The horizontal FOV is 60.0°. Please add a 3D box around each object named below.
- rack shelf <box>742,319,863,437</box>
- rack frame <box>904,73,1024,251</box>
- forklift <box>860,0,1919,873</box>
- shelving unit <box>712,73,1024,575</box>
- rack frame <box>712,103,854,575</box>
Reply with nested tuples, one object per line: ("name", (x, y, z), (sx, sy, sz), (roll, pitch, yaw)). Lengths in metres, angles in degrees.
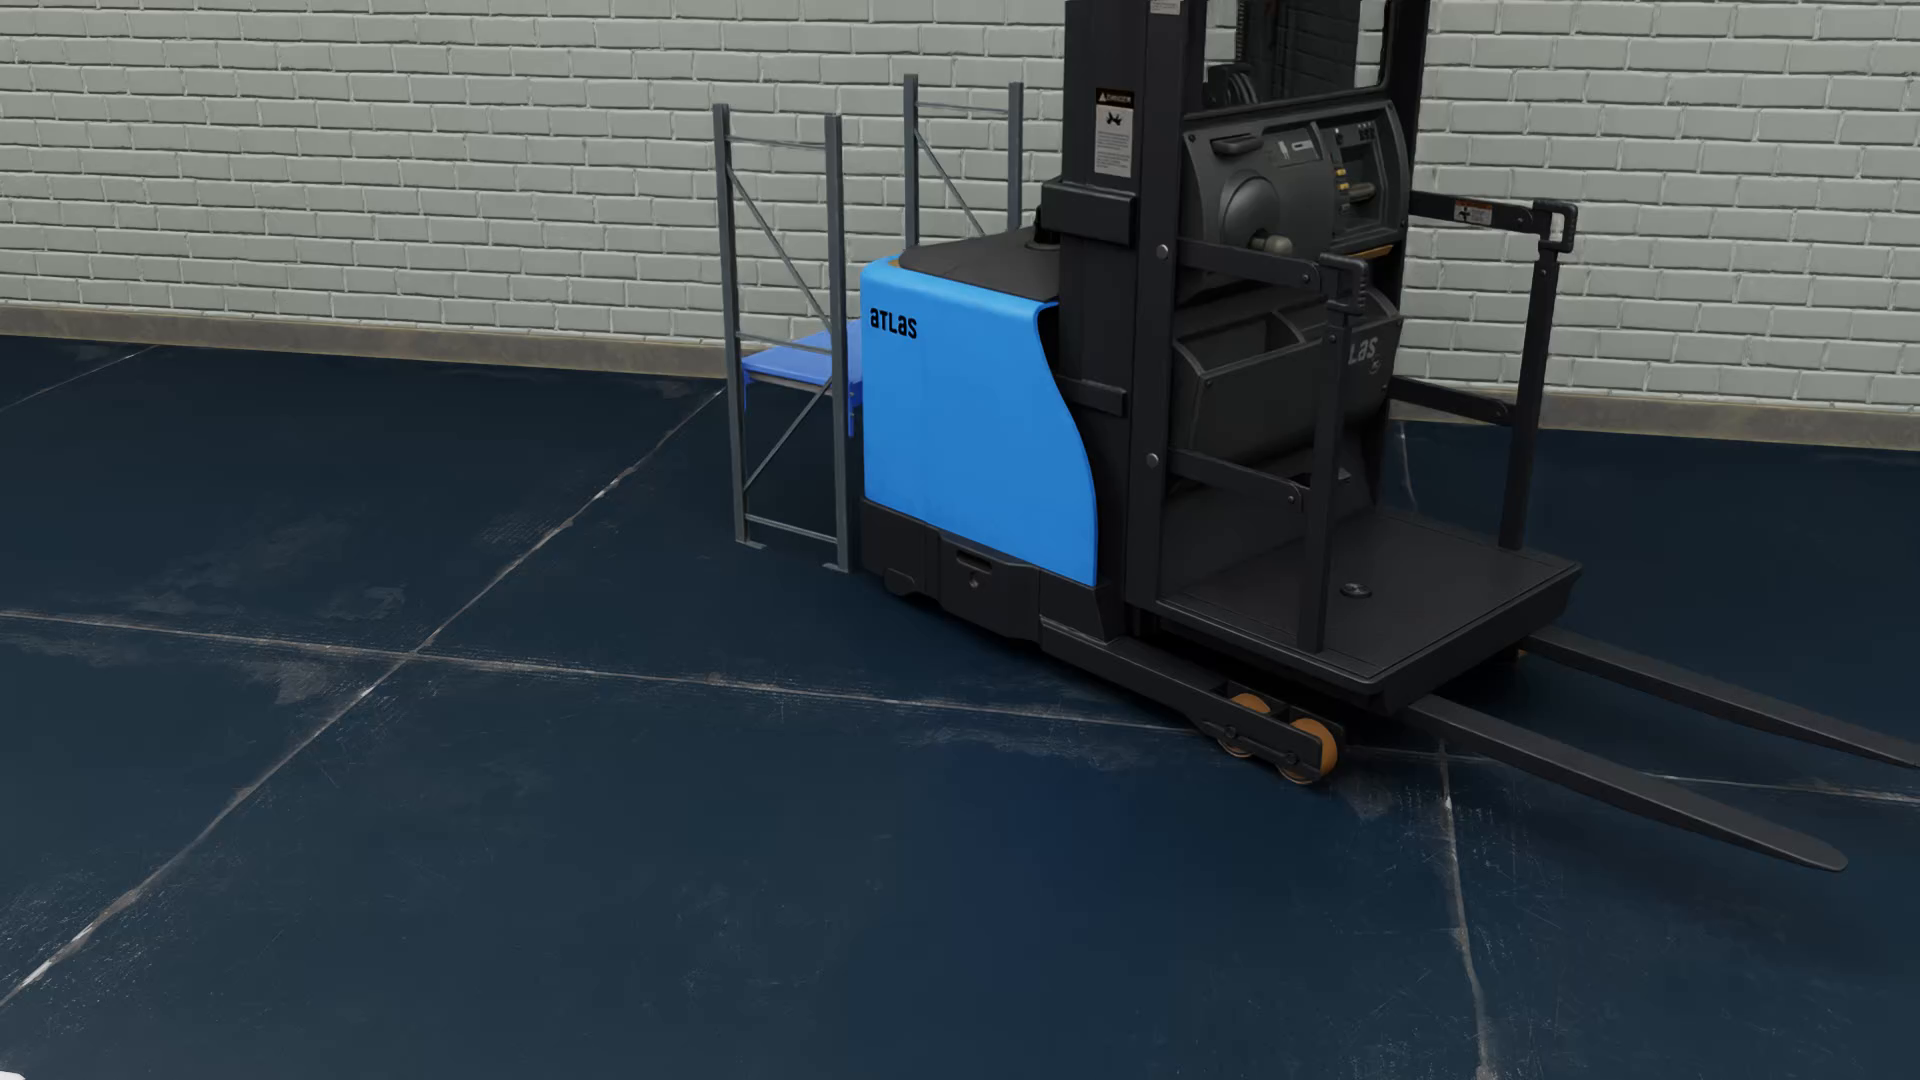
("rack shelf", (-0.282, -0.626, 5.883), (0.538, 0.185, 1.000), (15, 26, 32))
("rack frame", (0.008, -0.949, 6.203), (0.500, 1.500, 0.032), (15, 26, 32))
("forklift", (1.056, -0.947, 4.281), (1.130, 2.935, 3.031), (-20, 29, -40))
("shelving unit", (-0.282, -0.793, 5.816), (0.538, 1.500, 1.048), (15, 26, 32))
("rack frame", (-0.572, -0.637, 5.428), (0.500, 1.500, 0.032), (15, 26, 32))
